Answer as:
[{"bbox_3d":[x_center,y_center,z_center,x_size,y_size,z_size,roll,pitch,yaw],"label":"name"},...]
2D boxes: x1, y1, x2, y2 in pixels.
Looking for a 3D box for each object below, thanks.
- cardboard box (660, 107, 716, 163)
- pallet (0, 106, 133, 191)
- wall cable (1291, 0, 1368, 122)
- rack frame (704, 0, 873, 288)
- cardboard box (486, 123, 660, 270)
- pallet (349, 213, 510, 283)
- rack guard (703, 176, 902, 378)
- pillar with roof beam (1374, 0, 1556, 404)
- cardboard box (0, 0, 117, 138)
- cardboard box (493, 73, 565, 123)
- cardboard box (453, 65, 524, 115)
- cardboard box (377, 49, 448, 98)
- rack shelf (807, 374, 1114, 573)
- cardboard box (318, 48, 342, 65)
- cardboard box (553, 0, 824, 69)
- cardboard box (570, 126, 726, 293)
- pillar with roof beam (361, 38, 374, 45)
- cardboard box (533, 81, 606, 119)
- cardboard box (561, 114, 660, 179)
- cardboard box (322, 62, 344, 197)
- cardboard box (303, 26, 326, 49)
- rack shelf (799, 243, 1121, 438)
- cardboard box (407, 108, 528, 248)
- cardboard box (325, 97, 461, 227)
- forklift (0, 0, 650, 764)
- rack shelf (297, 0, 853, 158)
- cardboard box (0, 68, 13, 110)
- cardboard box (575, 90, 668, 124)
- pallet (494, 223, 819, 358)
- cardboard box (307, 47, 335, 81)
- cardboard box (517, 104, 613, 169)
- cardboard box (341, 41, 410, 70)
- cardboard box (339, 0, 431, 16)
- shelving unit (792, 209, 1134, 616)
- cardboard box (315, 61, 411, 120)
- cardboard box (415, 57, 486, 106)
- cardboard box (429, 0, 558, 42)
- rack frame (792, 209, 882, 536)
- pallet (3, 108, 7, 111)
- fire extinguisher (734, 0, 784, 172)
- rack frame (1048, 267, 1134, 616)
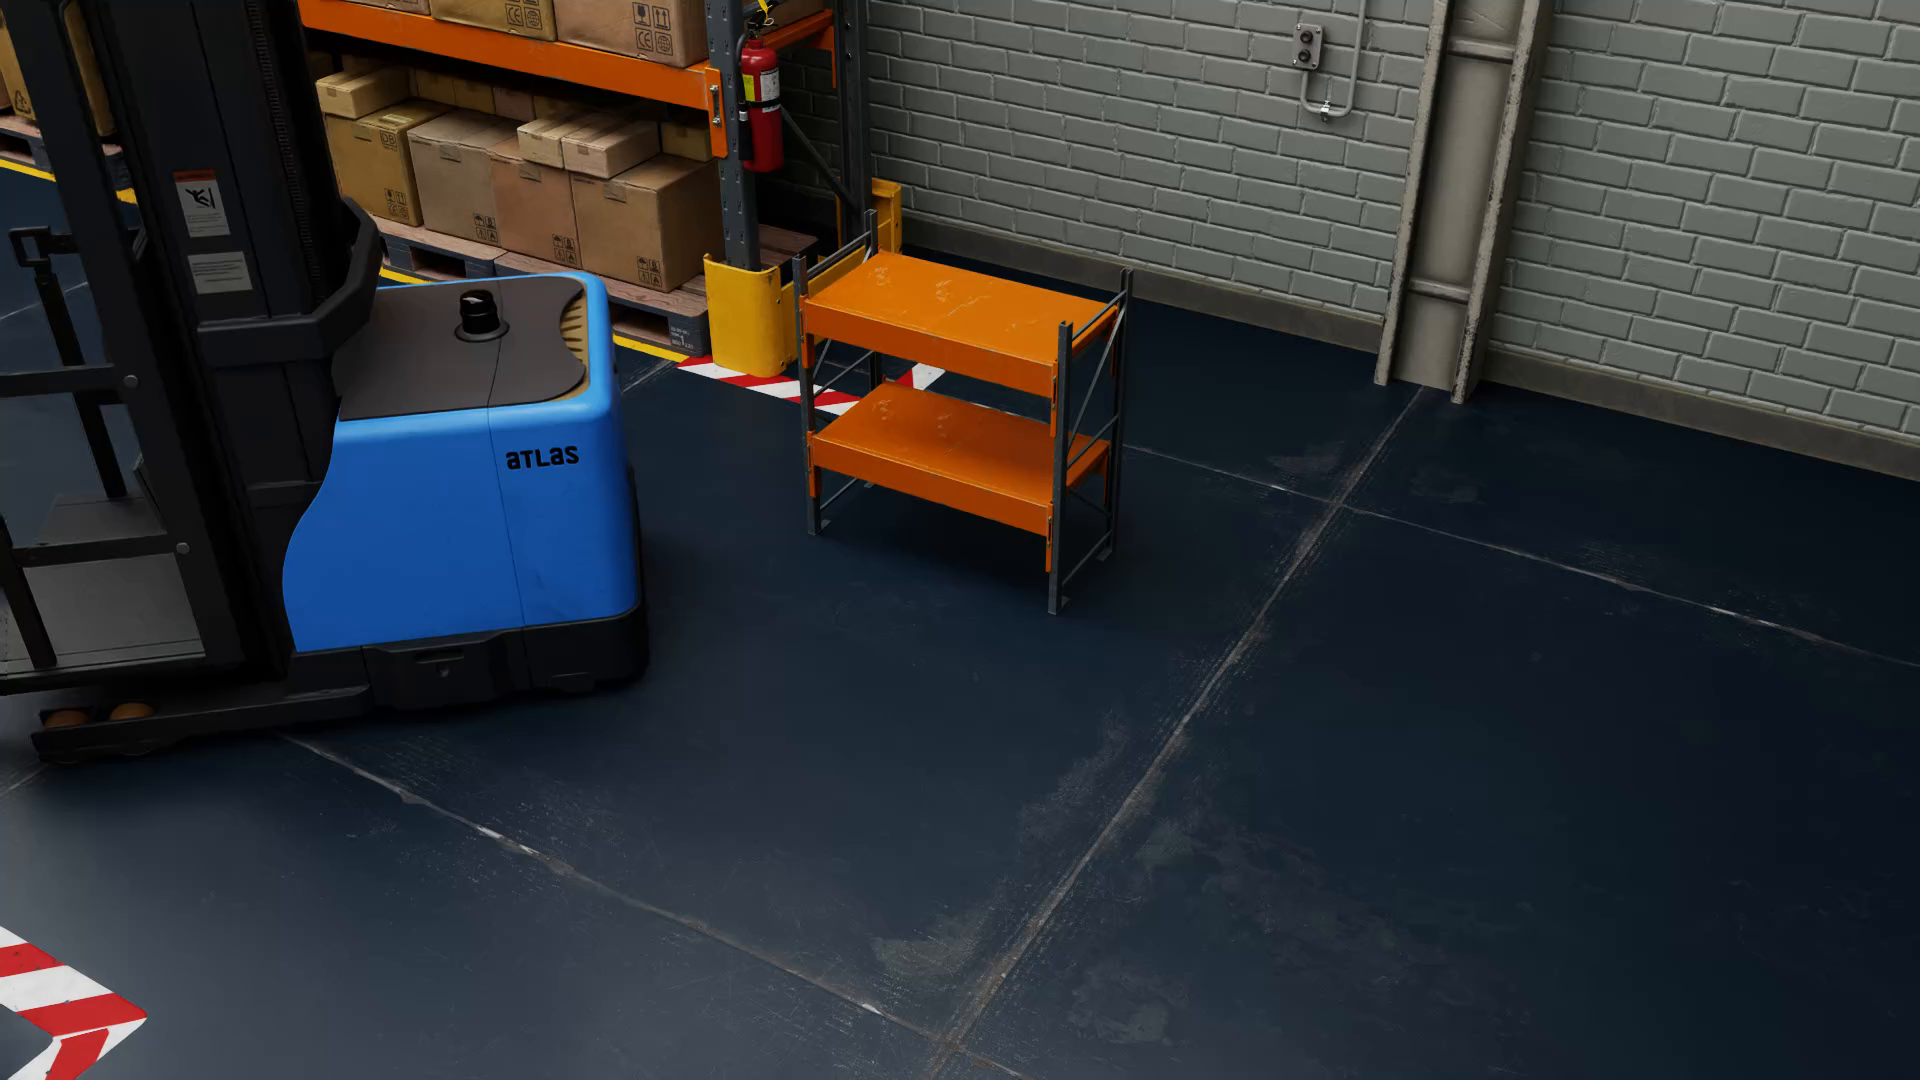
[{"bbox_3d":[-1.164,-1.893,7.678,0.250,0.149,0.380,18,38,25],"label":"cardboard box"},{"bbox_3d":[-4.894,-2.398,9.661,1.213,0.211,1.003,18,37,24],"label":"pallet"},{"bbox_3d":[0.867,-2.809,6.845,1.851,1.984,0.084,18,37,24],"label":"wall cable"},{"bbox_3d":[-0.714,-2.283,6.972,0.127,3.000,1.000,18,37,24],"label":"rack frame"},{"bbox_3d":[-1.806,-1.699,7.972,0.500,0.500,0.700,17,37,24],"label":"cardboard box"},{"bbox_3d":[-2.502,-1.640,8.523,1.213,0.211,1.003,18,37,24],"label":"pallet"},{"bbox_3d":[-0.693,-1.236,7.655,0.348,0.500,1.175,18,37,24],"label":"rack guard"},{"bbox_3d":[-0.077,-2.382,1.708,0.400,9.000,9.100,18,37,24],"label":"pillar with roof beam"},{"bbox_3d":[-4.816,-2.779,9.278,0.750,0.750,0.750,18,38,25],"label":"cardboard box"},{"bbox_3d":[-2.042,-2.171,8.095,0.250,0.149,0.380,18,38,25],"label":"cardboard box"},{"bbox_3d":[-2.265,-2.241,8.200,0.250,0.149,0.380,18,38,25],"label":"cardboard box"},{"bbox_3d":[-2.709,-2.382,8.411,0.250,0.149,0.380,18,38,25],"label":"cardboard box"},{"bbox_3d":[0.006,-0.263,6.071,1.000,0.278,0.538,18,37,24],"label":"rack shelf"},{"bbox_3d":[-3.589,-2.262,8.817,0.500,0.500,0.700,18,38,25],"label":"cardboard box"},{"bbox_3d":[-1.162,-2.543,7.092,0.700,0.700,0.980,19,38,26],"label":"cardboard box"},{"bbox_3d":[-1.371,-1.561,7.765,0.500,0.500,0.700,18,37,24],"label":"cardboard box"},{"bbox_3d":[-5.286,-4.032,4.186,0.400,9.000,9.100,18,37,24],"label":"pillar with roof beam"},{"bbox_3d":[-1.821,-2.101,7.990,0.250,0.149,0.380,18,38,25],"label":"cardboard box"},{"bbox_3d":[-1.573,-1.779,7.507,0.250,0.149,0.380,17,37,24],"label":"cardboard box"},{"bbox_3d":[-3.154,-2.122,8.607,0.500,0.500,0.700,17,37,24],"label":"cardboard box"},{"bbox_3d":[-3.616,-2.668,8.841,0.250,0.149,0.380,17,37,24],"label":"cardboard box"},{"bbox_3d":[0.006,-0.710,5.773,1.000,0.278,0.538,18,37,24],"label":"rack shelf"},{"bbox_3d":[-2.243,-1.837,8.179,0.500,0.500,0.700,16,37,23],"label":"cardboard box"},{"bbox_3d":[-2.710,-1.980,8.394,0.500,0.500,0.700,18,38,25],"label":"cardboard box"},{"bbox_3d":[-2.603,-0.840,4.867,3.031,2.935,1.130,-6,34,-9],"label":"forklift"},{"bbox_3d":[-2.451,-2.533,7.997,4.000,0.370,1.077,18,37,24],"label":"rack shelf"},{"bbox_3d":[-5.589,-3.022,9.643,0.750,0.750,0.750,19,38,26],"label":"cardboard box"},{"bbox_3d":[-1.604,-2.032,7.887,0.250,0.149,0.380,18,38,25],"label":"cardboard box"},{"bbox_3d":[-1.447,-1.304,8.018,1.213,0.211,1.003,18,37,24],"label":"pallet"},{"bbox_3d":[-3.382,-2.350,8.364,0.250,0.149,0.380,19,38,26],"label":"cardboard box"},{"bbox_3d":[-1.796,-1.849,7.612,0.250,0.149,0.380,19,38,26],"label":"cardboard box"},{"bbox_3d":[-2.928,-2.451,8.516,0.250,0.149,0.380,16,37,23],"label":"cardboard box"},{"bbox_3d":[-2.456,-2.952,7.706,0.700,0.700,0.980,16,37,22],"label":"cardboard box"},{"bbox_3d":[0.006,-0.466,5.935,1.048,1.125,0.538,18,37,24],"label":"shelving unit"},{"bbox_3d":[-2.929,-2.207,8.149,0.250,0.149,0.380,16,37,23],"label":"cardboard box"},{"bbox_3d":[-2.485,-2.311,8.305,0.250,0.149,0.380,17,37,24],"label":"cardboard box"},{"bbox_3d":[-1.799,-2.738,7.384,0.700,0.700,0.980,17,37,24],"label":"cardboard box"},{"bbox_3d":[-0.435,-0.606,6.145,0.032,1.125,0.500,18,37,24],"label":"rack frame"},{"bbox_3d":[-5.958,-2.733,10.164,1.213,0.211,1.003,18,37,24],"label":"pallet"},{"bbox_3d":[-0.812,-1.832,6.701,0.183,0.674,0.296,18,37,24],"label":"fire extinguisher"},{"bbox_3d":[0.447,-0.327,5.725,0.032,1.125,0.500,18,37,24],"label":"rack frame"}]
